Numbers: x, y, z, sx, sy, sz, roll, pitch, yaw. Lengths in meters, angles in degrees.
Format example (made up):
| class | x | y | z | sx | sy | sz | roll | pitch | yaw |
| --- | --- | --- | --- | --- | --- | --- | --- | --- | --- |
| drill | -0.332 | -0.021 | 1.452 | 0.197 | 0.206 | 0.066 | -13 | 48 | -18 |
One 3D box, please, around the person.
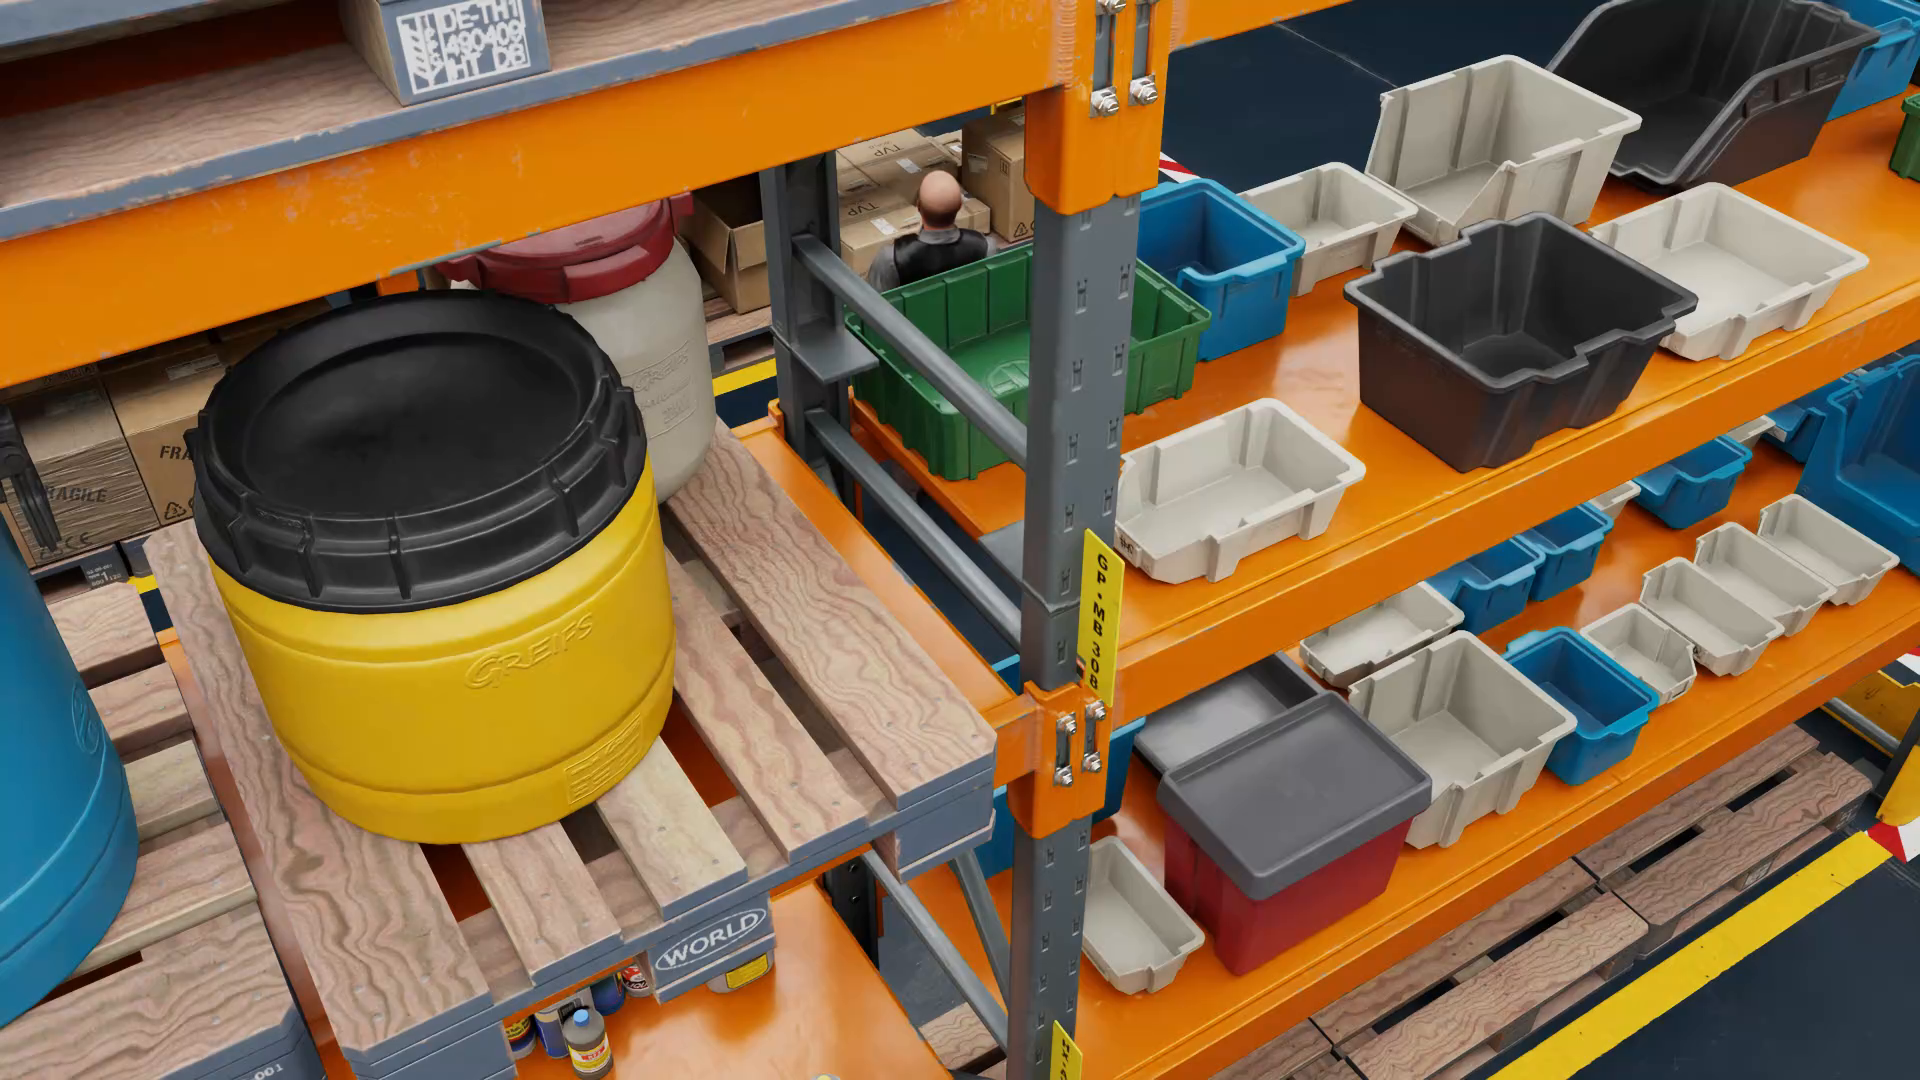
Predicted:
| class | x | y | z | sx | sy | sz | roll | pitch | yaw |
| --- | --- | --- | --- | --- | --- | --- | --- | --- | --- |
| person | -0.142 | -0.828 | 7.186 | 0.579 | 1.790 | 0.532 | -9 | 41 | -10 |
